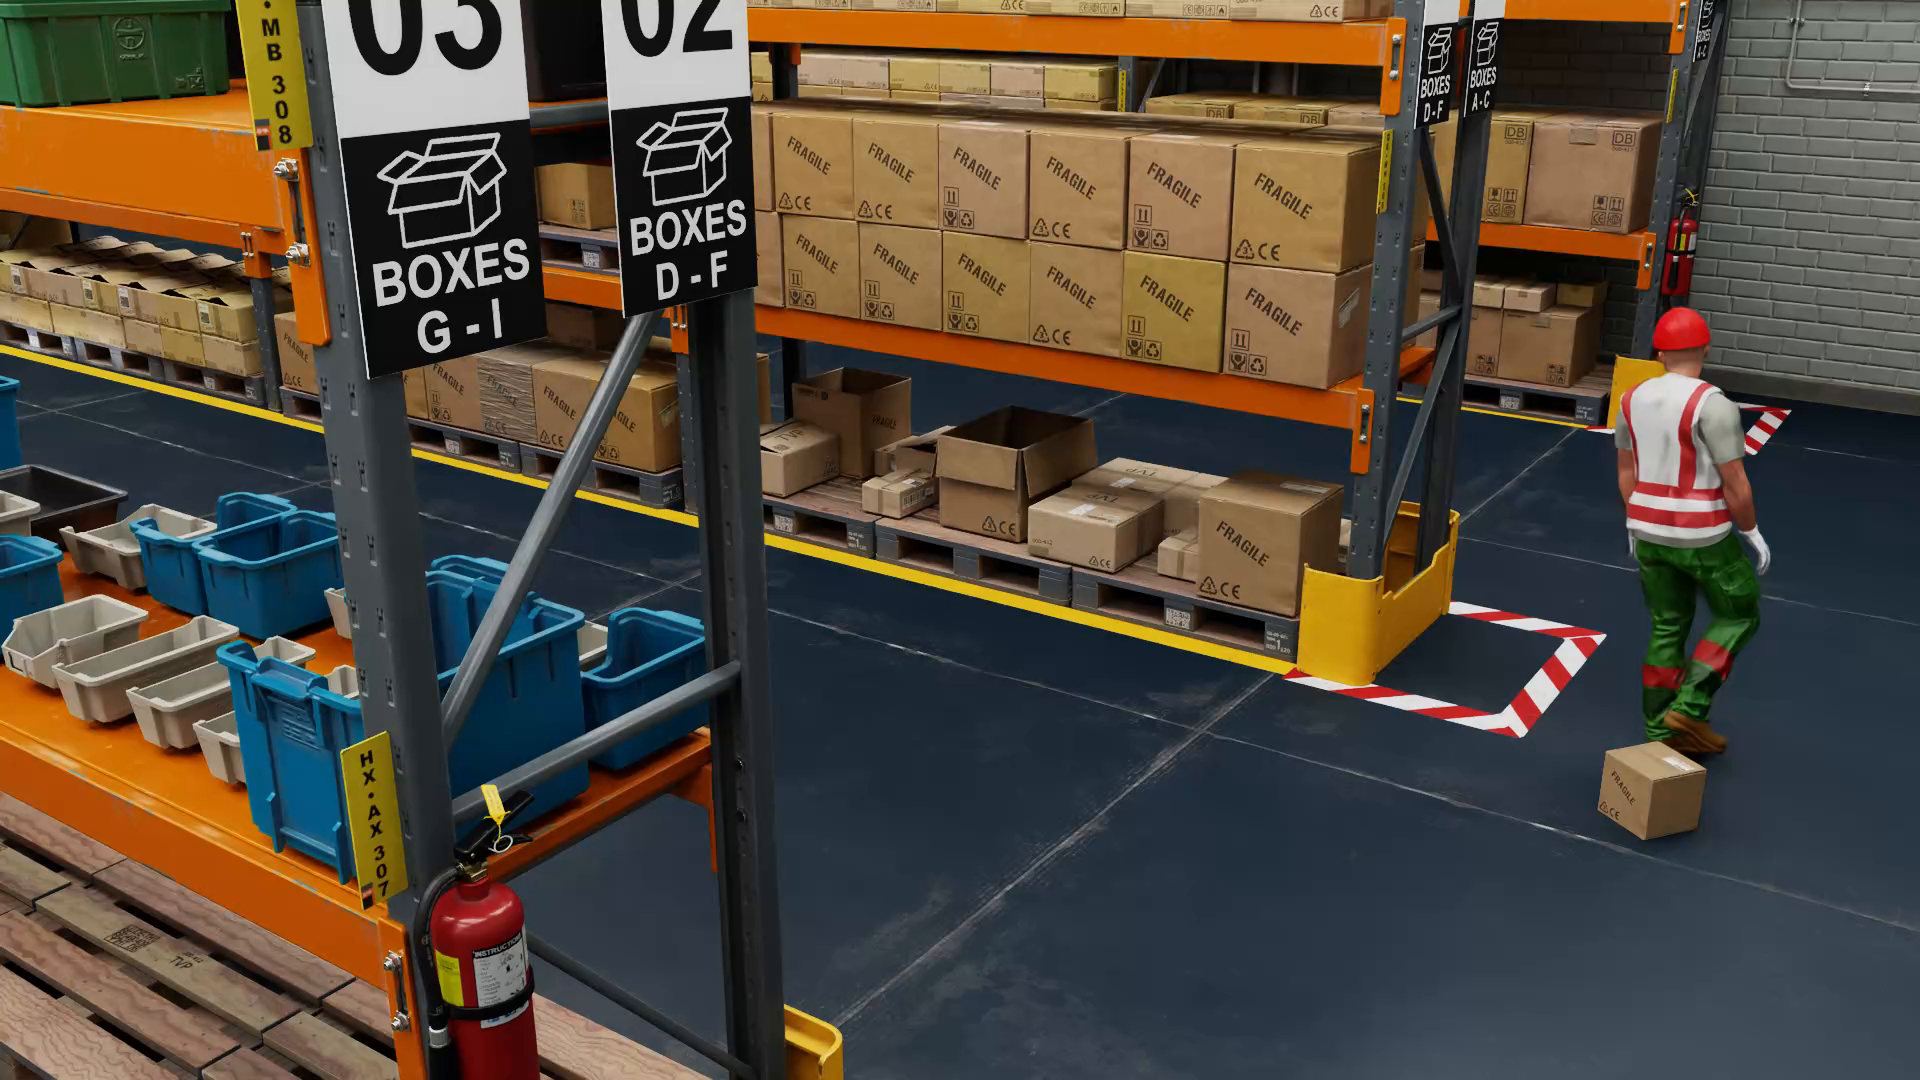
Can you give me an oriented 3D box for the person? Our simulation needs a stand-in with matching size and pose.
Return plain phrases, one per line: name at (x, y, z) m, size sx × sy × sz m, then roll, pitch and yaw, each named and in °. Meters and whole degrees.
person at (2.864, -0.018, 6.534) m, size 0.438 × 1.774 × 0.658 m, roll -9°, pitch 21°, yaw -23°
